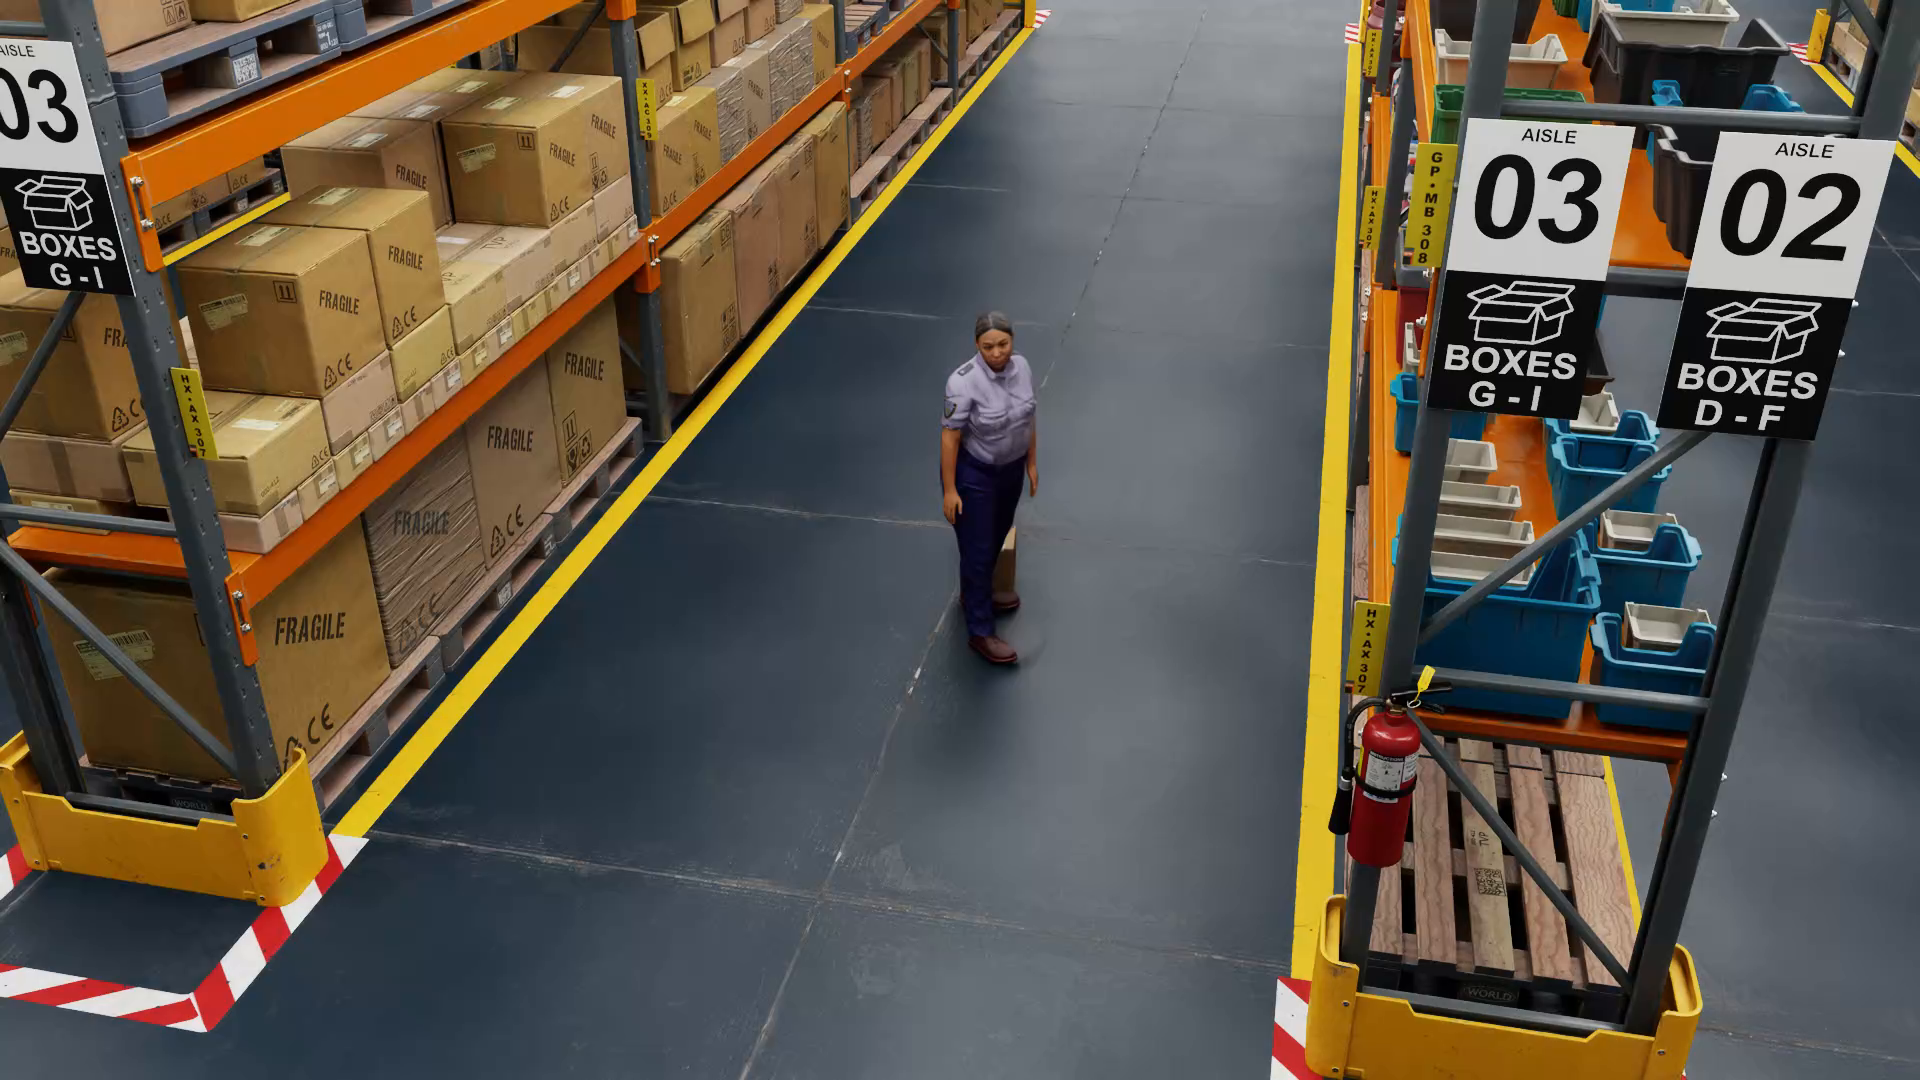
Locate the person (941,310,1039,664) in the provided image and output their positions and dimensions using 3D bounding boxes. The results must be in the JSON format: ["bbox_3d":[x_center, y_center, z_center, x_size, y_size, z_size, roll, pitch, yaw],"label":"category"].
[{"bbox_3d":[0.152,-0.284,7.614,0.580,1.634,0.568,24,37,37],"label":"person"}]
